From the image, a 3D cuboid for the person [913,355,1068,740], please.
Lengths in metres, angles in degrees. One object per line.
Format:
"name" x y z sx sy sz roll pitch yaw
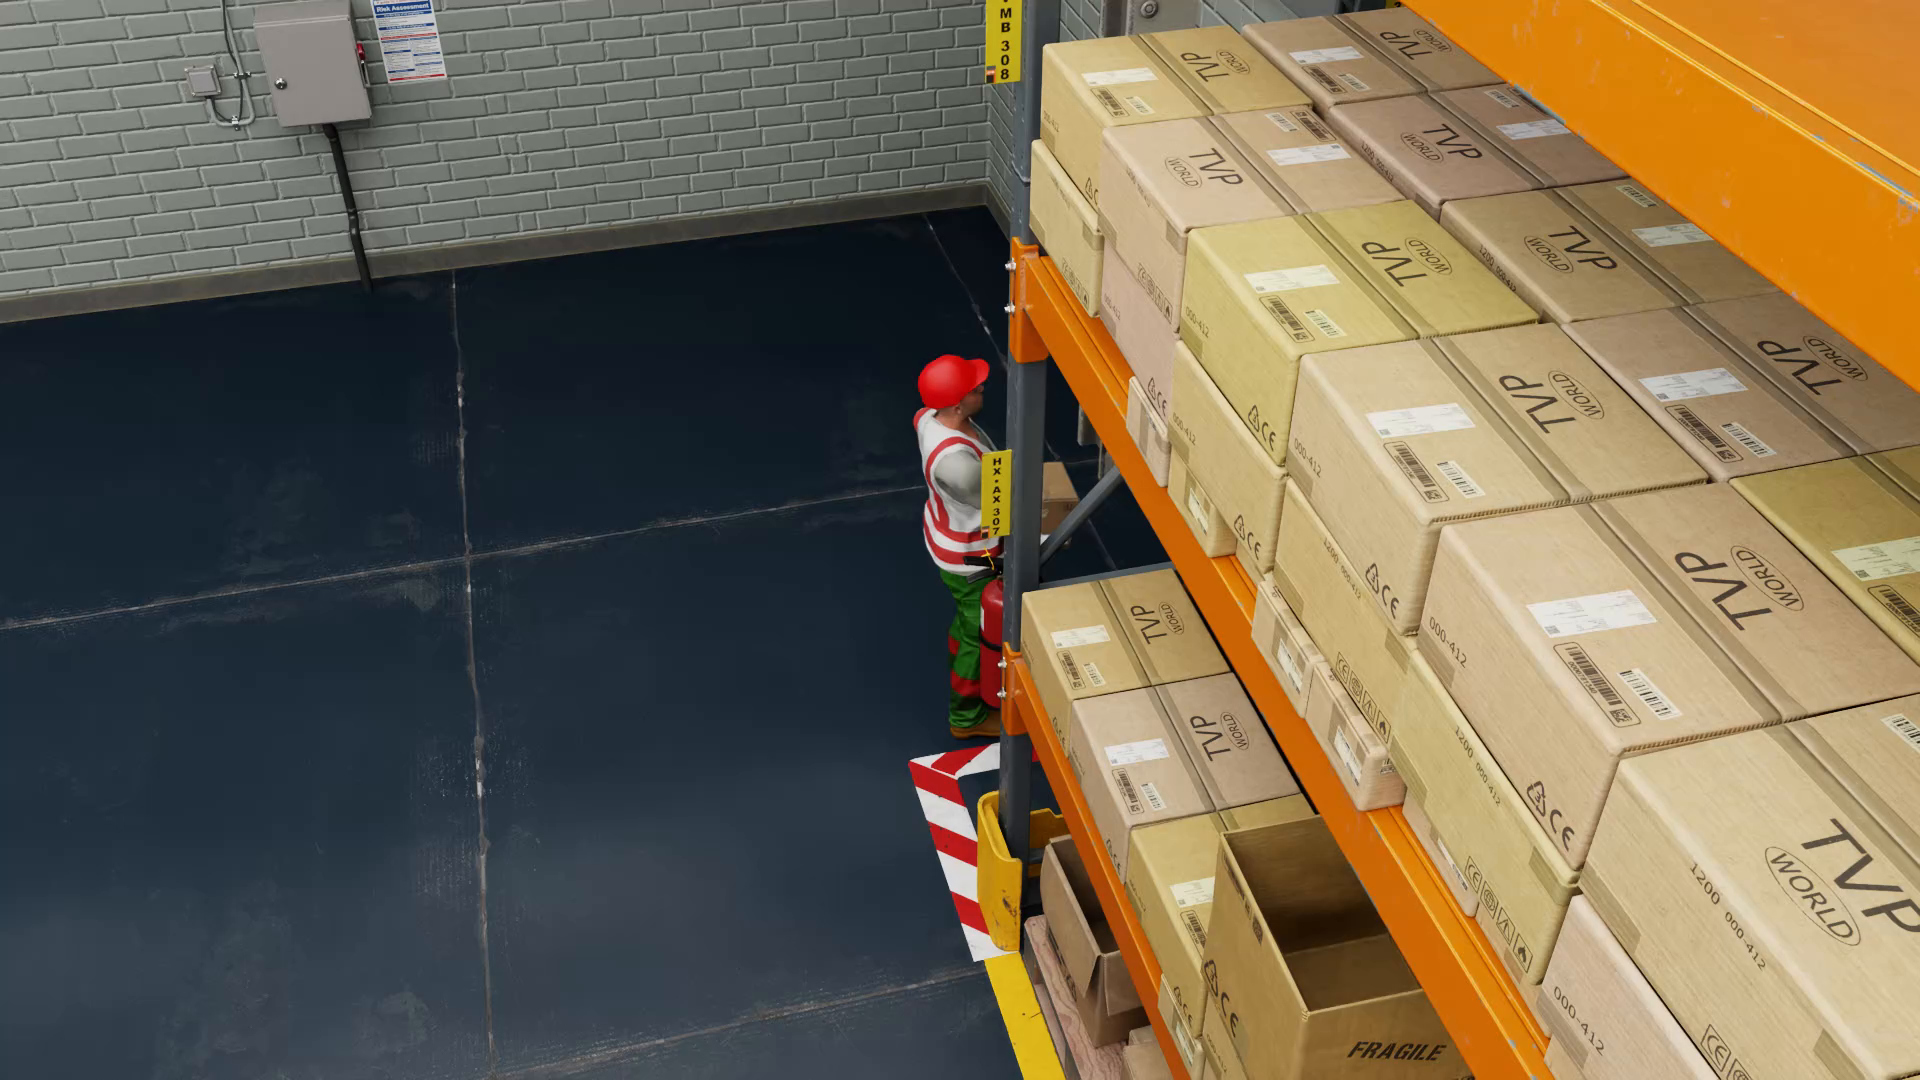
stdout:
"person" 0.121 0.015 6.683 0.564 1.781 0.494 -8 38 -10
